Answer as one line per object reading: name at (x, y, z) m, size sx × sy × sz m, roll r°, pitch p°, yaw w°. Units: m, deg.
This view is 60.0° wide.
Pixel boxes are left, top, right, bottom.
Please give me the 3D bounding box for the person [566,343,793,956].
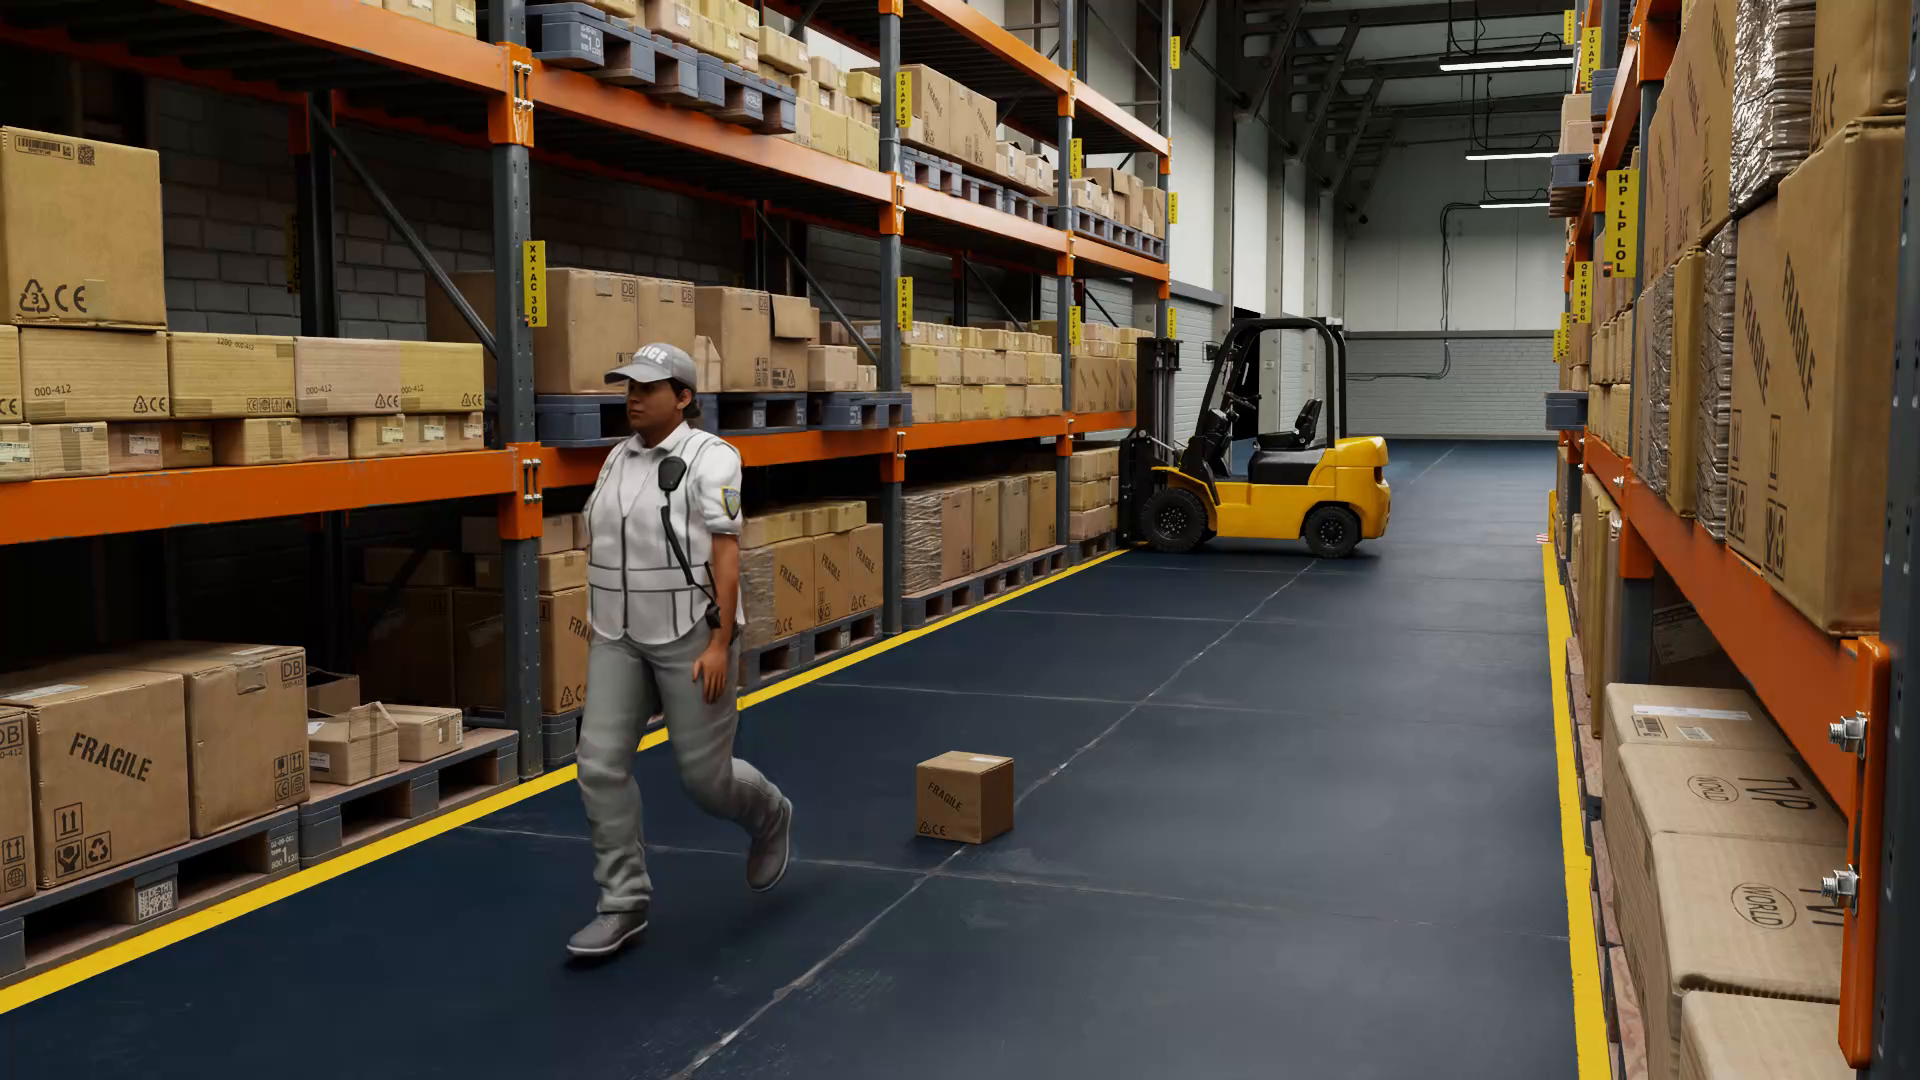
person at (-0.802, 0.272, 4.641) m, size 0.470 × 1.635 × 0.761 m, roll 2°, pitch 6°, yaw 24°
